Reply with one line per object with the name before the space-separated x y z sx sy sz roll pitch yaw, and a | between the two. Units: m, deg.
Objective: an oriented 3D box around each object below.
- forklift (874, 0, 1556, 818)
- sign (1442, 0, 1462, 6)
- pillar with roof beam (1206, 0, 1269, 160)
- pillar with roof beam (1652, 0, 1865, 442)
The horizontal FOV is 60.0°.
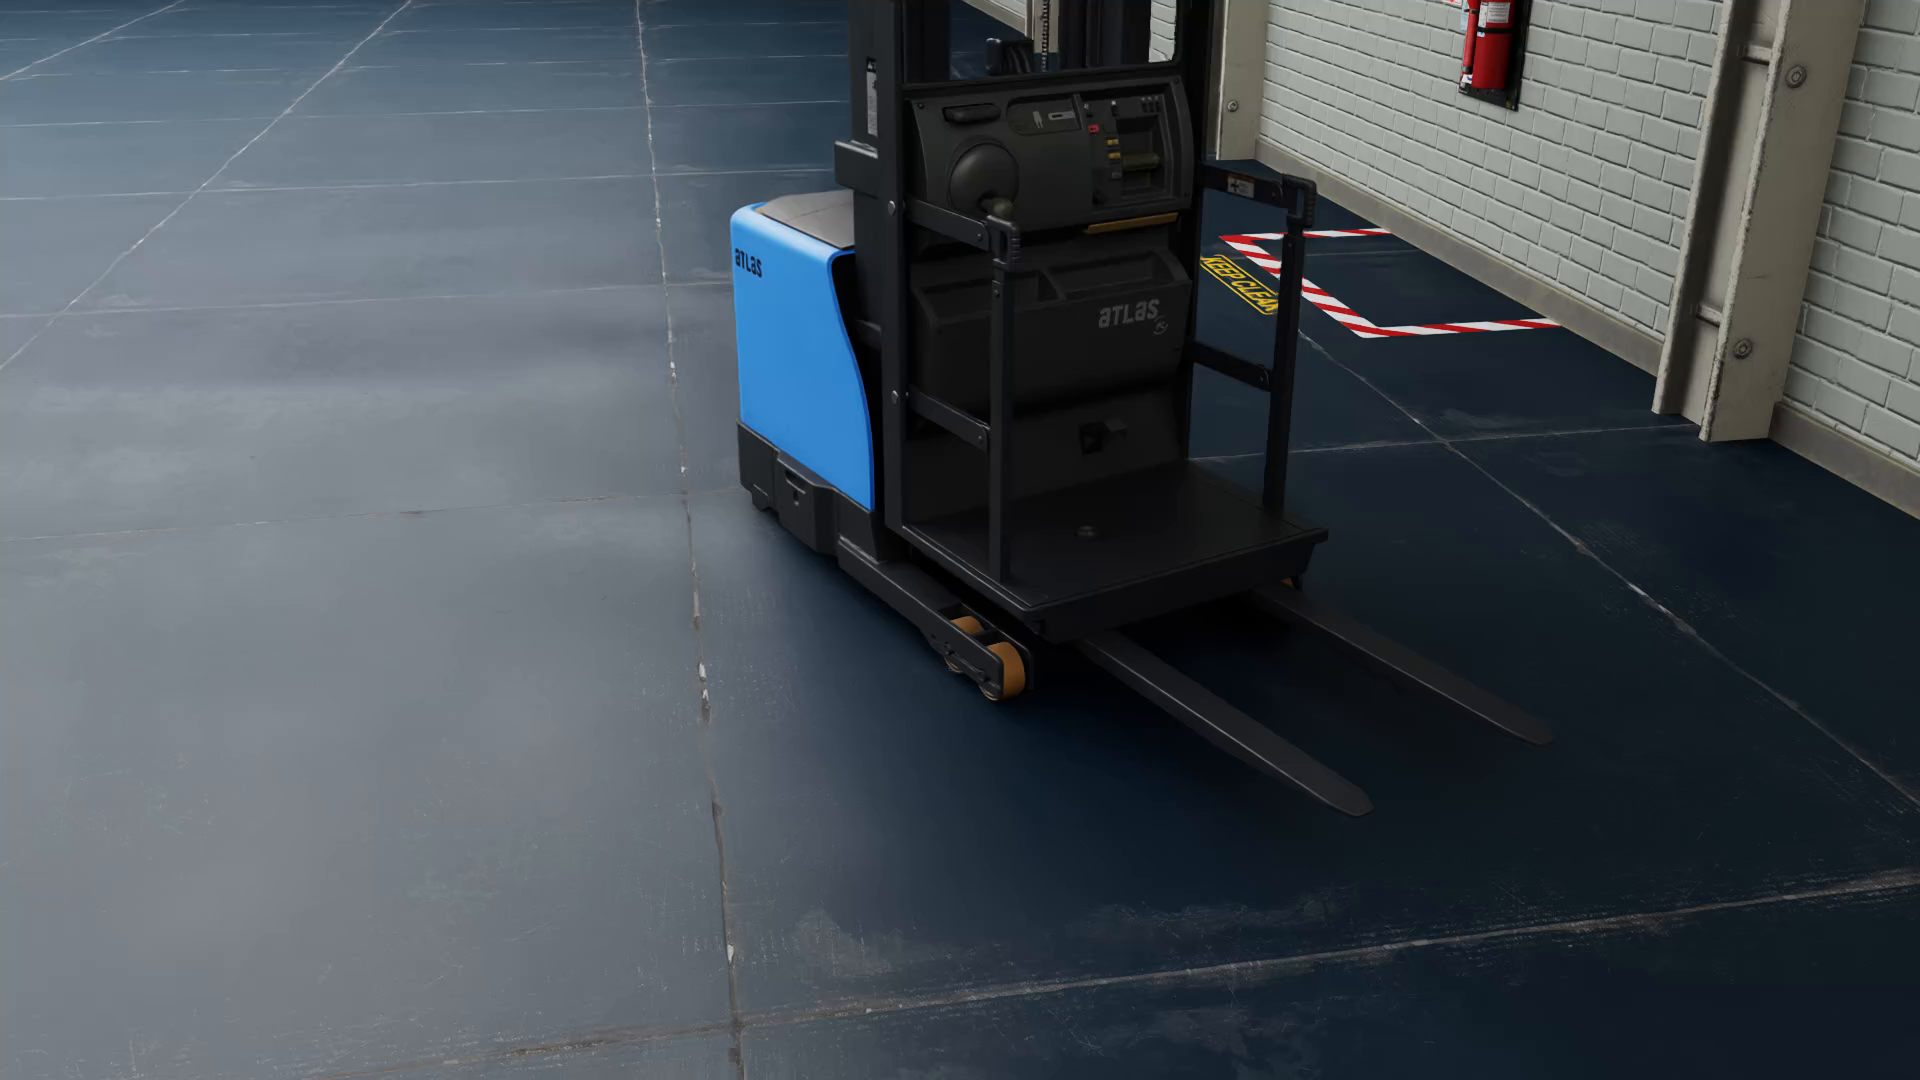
forklift | 0.385 -1.098 4.601 1.110 2.935 3.031 -14 27 -28
sign | 2.678 -3.073 8.993 0.001 0.329 0.234 -4 24 -10
pillar with roof beam | -2.242 -6.647 9.726 9.100 9.000 0.400 -4 24 -10
pillar with roof beam | -1.133 -4.287 4.323 9.100 9.000 0.400 -4 24 -10
